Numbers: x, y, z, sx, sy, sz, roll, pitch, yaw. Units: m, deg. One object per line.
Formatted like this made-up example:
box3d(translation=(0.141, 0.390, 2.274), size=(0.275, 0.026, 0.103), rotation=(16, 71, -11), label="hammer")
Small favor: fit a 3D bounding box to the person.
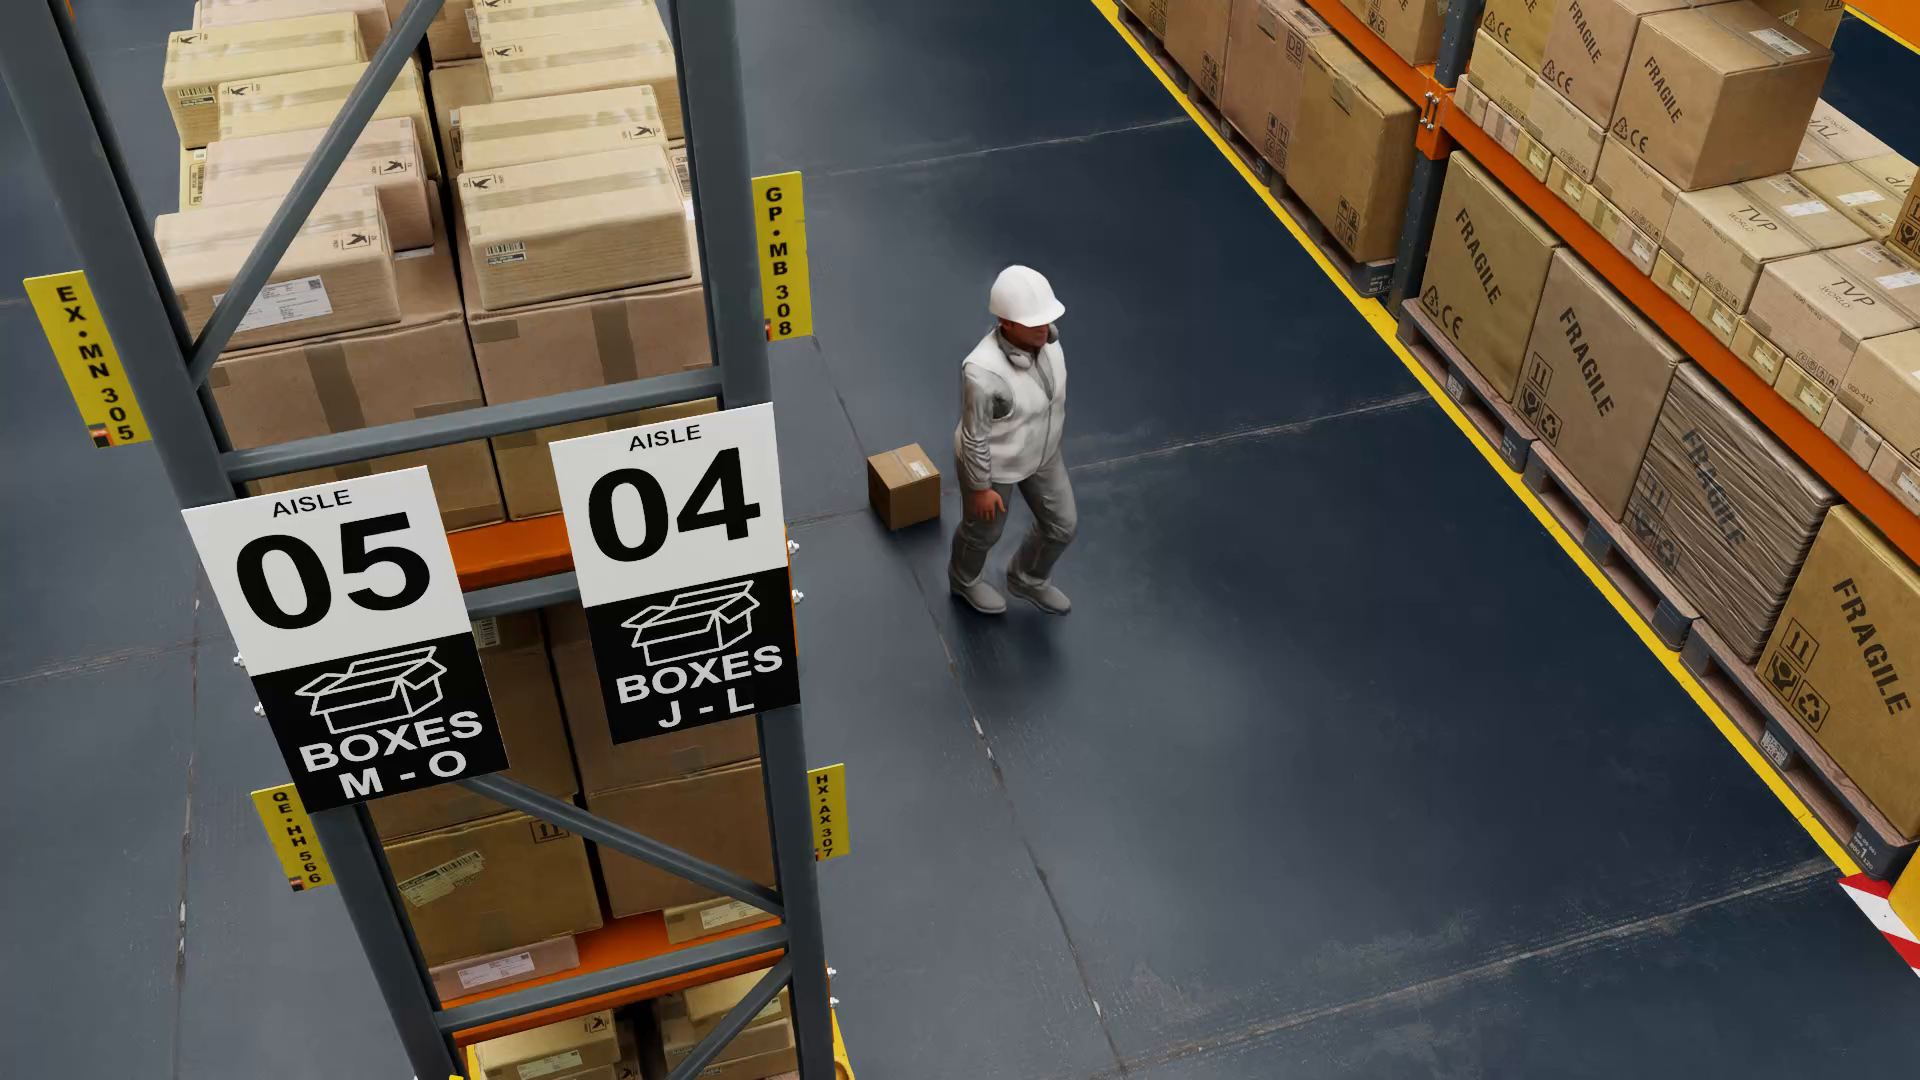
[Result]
box3d(translation=(0.159, -0.341, 6.519), size=(0.556, 1.787, 0.563), rotation=(30, 50, 29), label="person")
